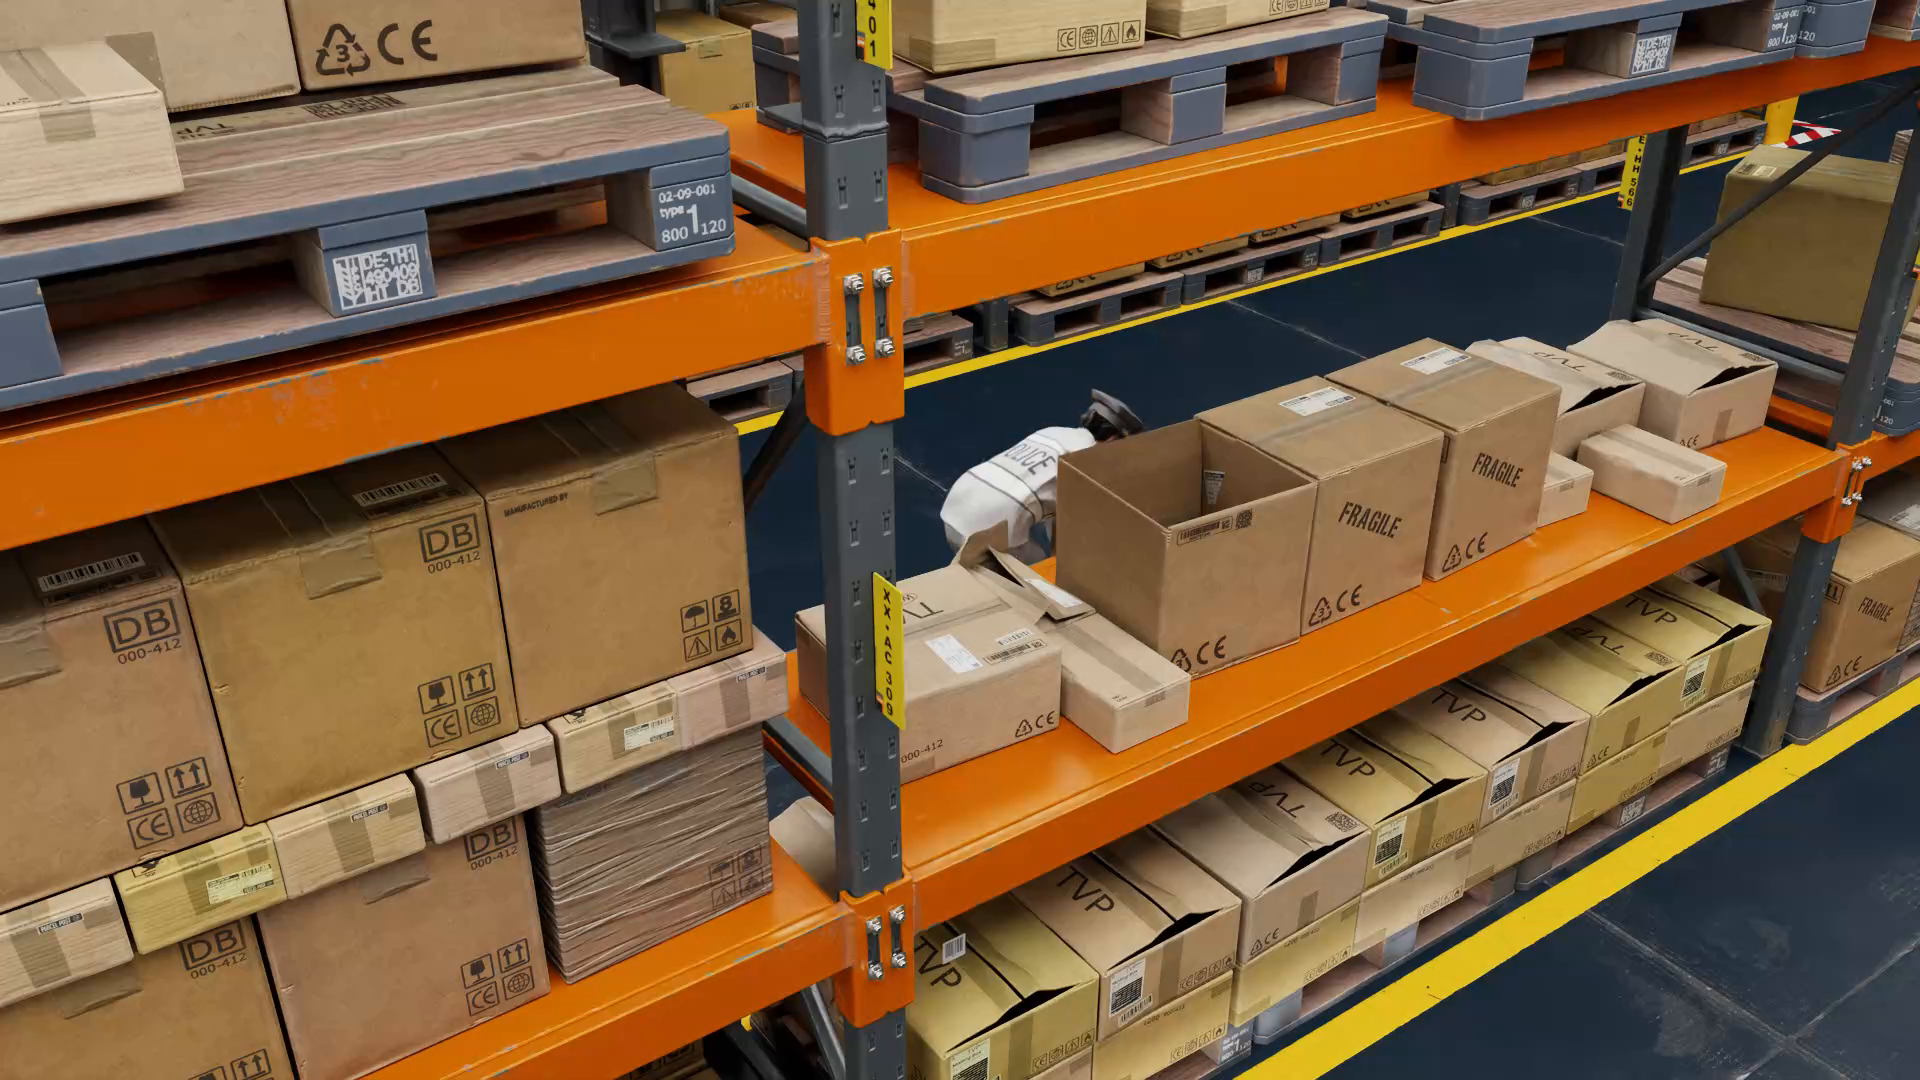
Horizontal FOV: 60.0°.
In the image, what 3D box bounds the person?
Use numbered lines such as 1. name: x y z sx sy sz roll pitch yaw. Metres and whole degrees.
1. person: 0.344 0.047 6.546 0.908 1.179 0.432 -20 35 -32
